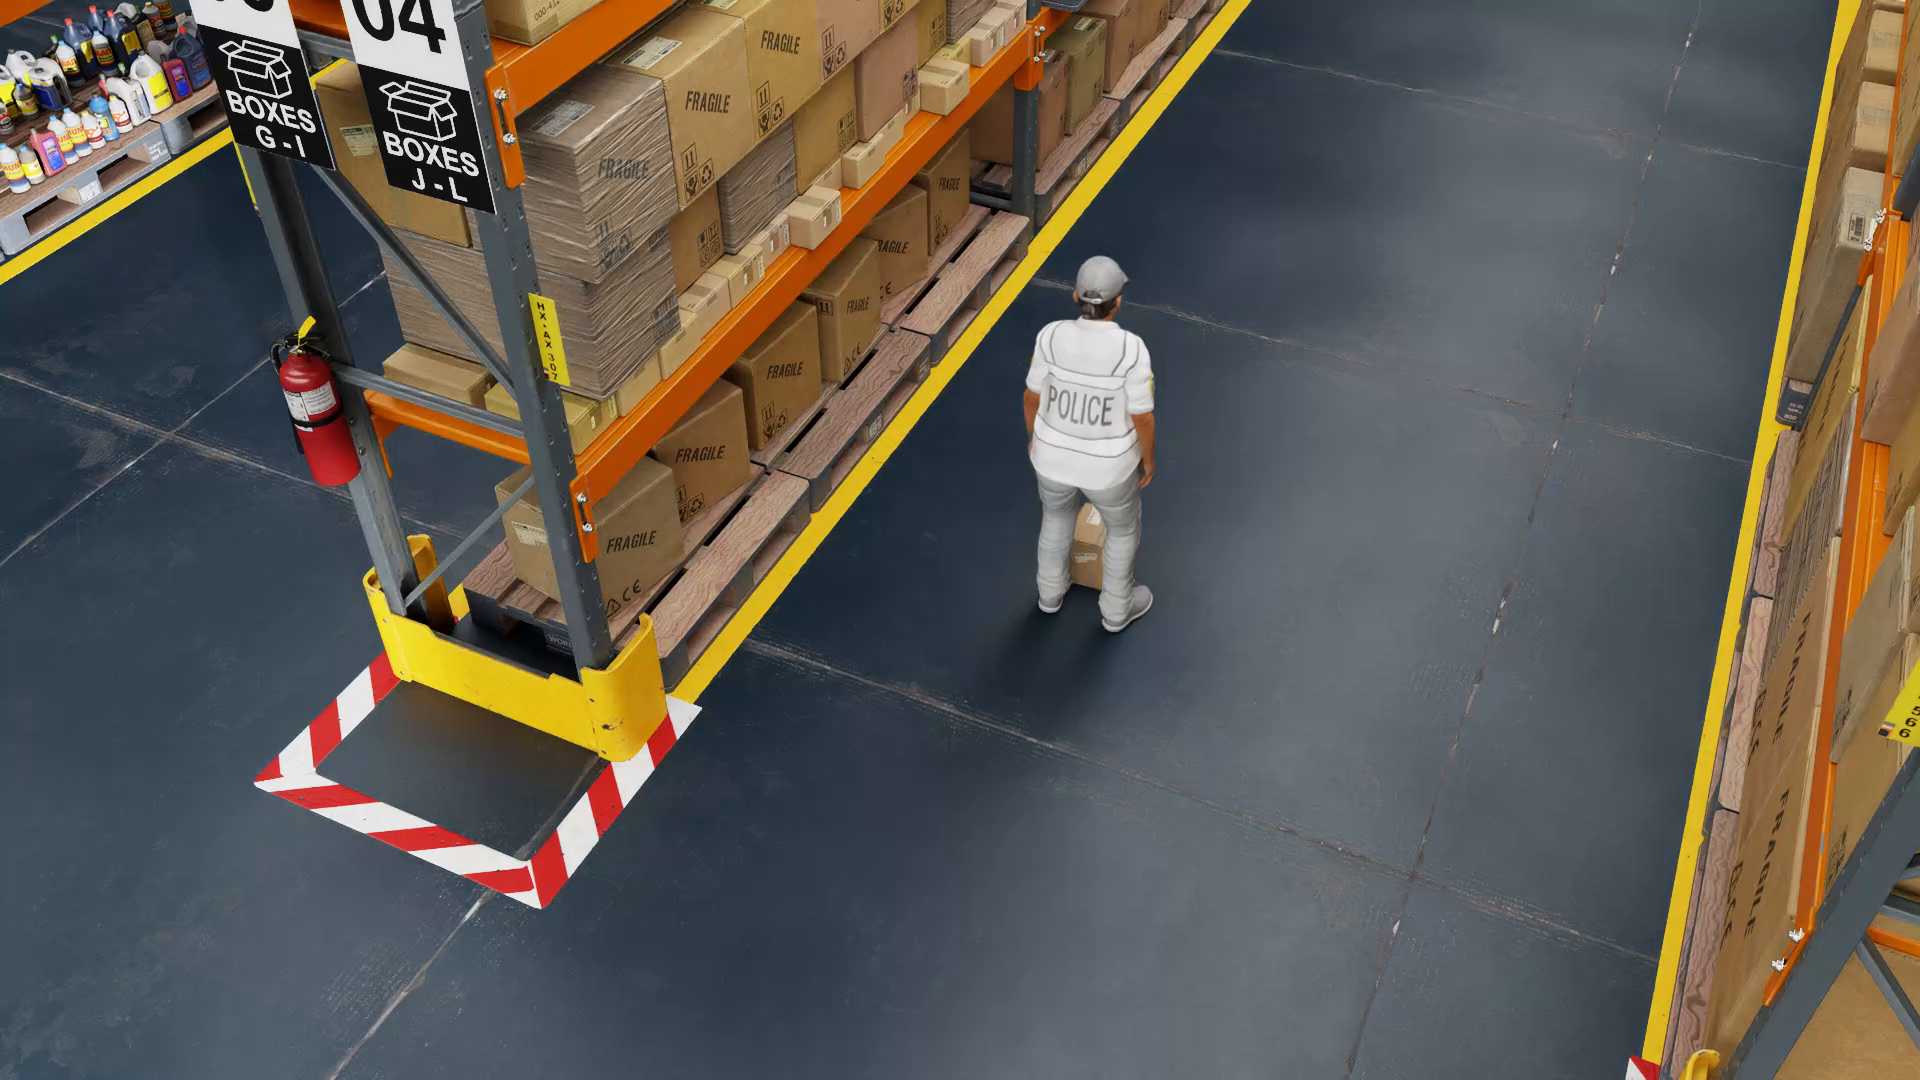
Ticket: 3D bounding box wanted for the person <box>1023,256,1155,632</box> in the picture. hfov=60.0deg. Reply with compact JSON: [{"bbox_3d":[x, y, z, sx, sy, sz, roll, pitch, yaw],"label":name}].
[{"bbox_3d":[0.526,-0.350,6.541,0.557,1.665,0.467,15,44,16],"label":"person"}]
